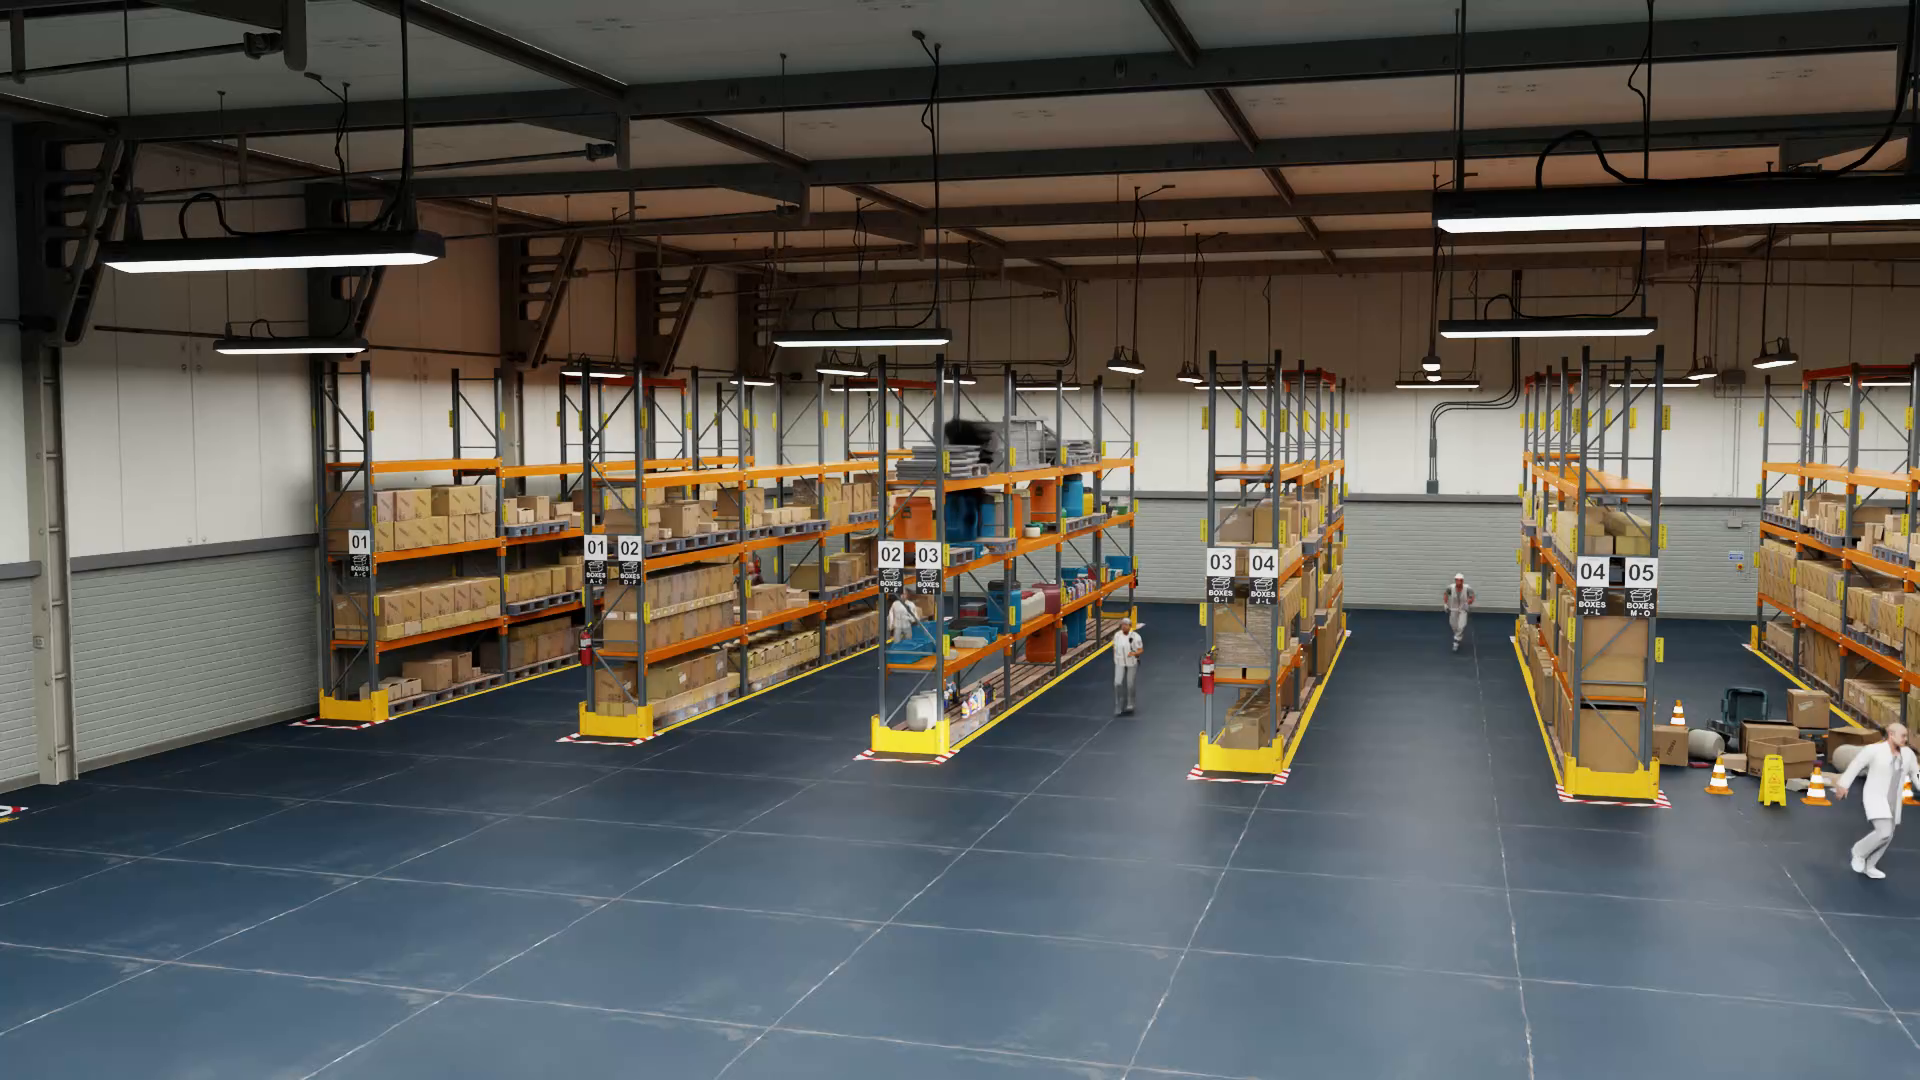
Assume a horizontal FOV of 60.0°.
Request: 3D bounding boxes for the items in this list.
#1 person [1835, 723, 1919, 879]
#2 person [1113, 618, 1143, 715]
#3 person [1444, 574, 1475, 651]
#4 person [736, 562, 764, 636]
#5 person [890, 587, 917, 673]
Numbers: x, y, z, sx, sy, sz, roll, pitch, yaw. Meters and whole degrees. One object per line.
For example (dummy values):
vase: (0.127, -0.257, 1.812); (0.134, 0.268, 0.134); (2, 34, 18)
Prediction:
person: (10.087, 2.842, 18.062); (0.684, 1.739, 0.849); (-1, 4, -13)
person: (2.865, 2.158, 28.444); (0.545, 1.677, 0.781); (1, 4, 14)
person: (10.909, 1.569, 36.360); (0.653, 1.712, 0.762); (1, 4, 16)
person: (-4.824, 1.452, 38.058); (0.685, 1.693, 0.765); (0, 4, 3)
person: (-1.149, 1.791, 33.174); (0.584, 1.718, 0.677); (0, 4, 5)
